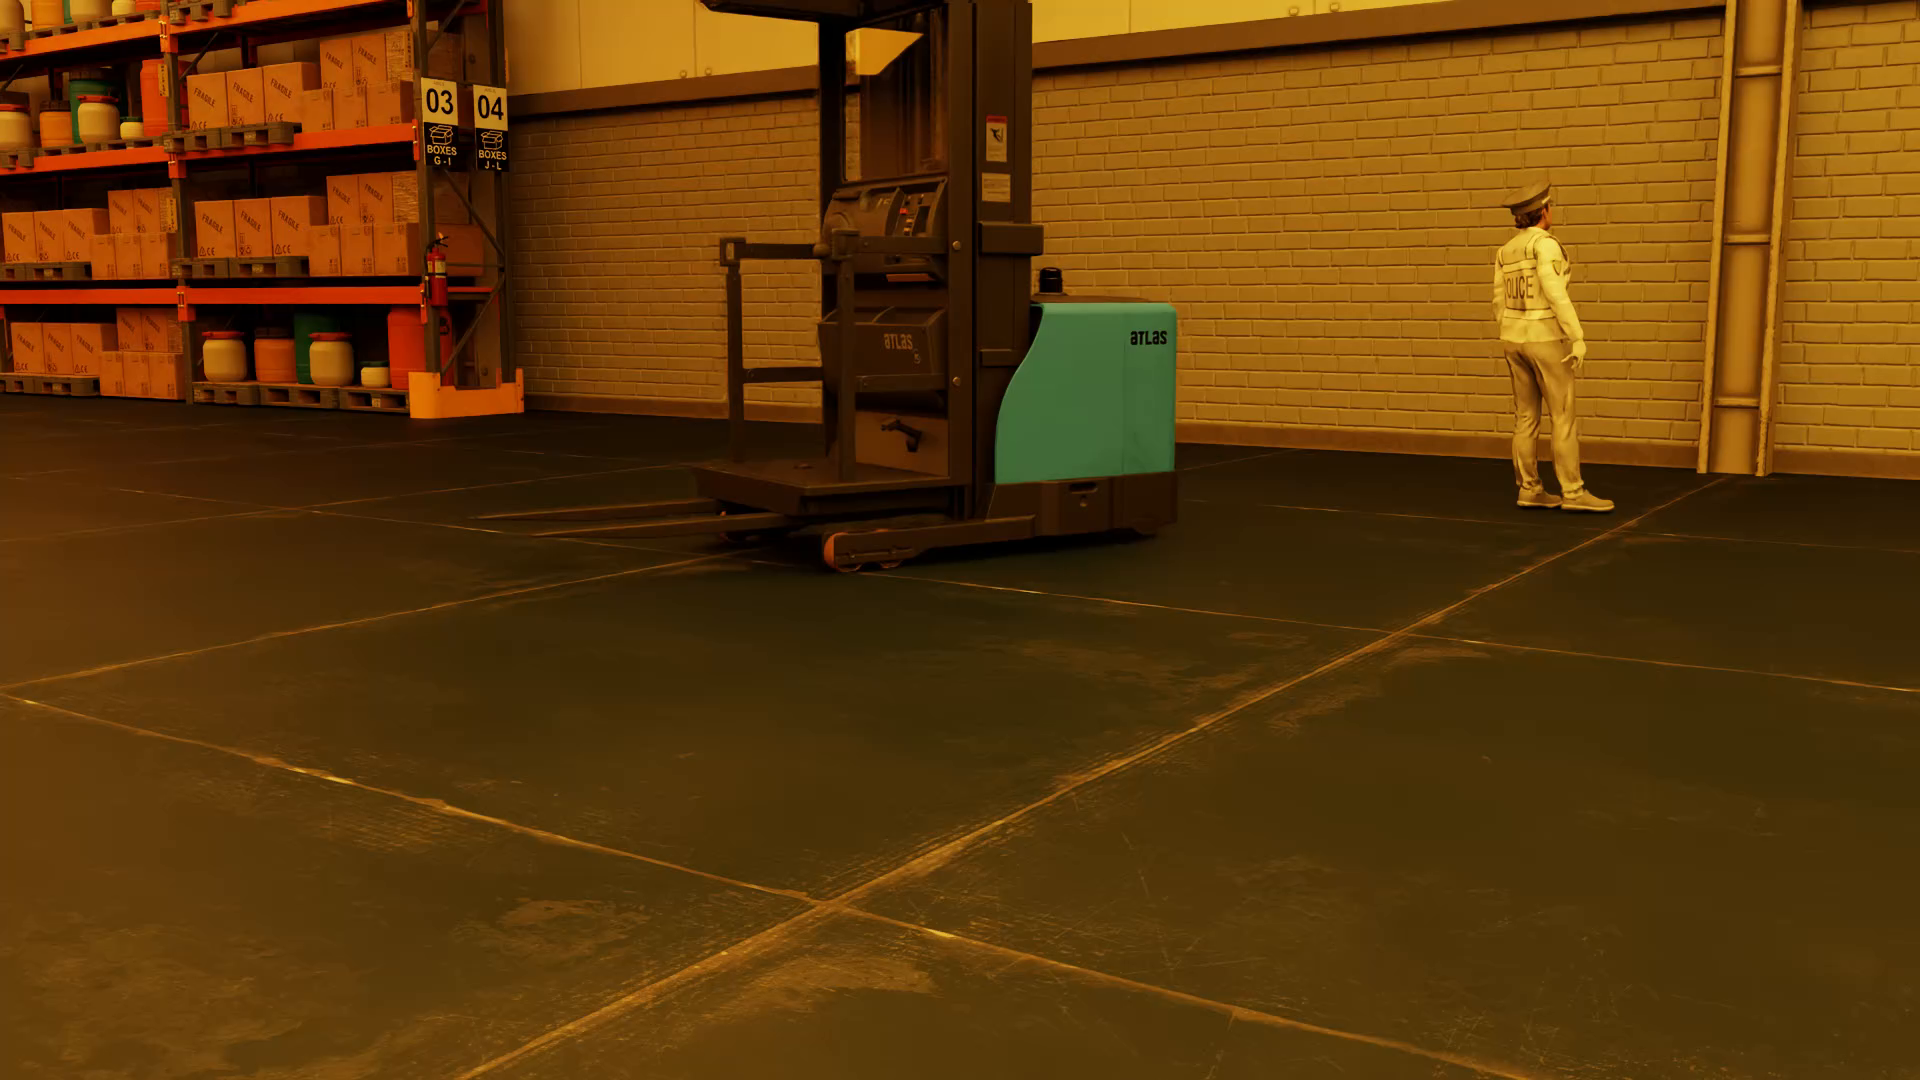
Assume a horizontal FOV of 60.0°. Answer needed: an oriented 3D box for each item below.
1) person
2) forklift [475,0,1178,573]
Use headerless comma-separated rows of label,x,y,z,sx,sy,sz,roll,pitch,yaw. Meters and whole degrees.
person,3.058,-1.011,8.646,0.532,1.696,0.584,-3,9,-19
forklift,-0.507,-1.403,7.061,3.031,2.935,1.130,-5,10,-33
